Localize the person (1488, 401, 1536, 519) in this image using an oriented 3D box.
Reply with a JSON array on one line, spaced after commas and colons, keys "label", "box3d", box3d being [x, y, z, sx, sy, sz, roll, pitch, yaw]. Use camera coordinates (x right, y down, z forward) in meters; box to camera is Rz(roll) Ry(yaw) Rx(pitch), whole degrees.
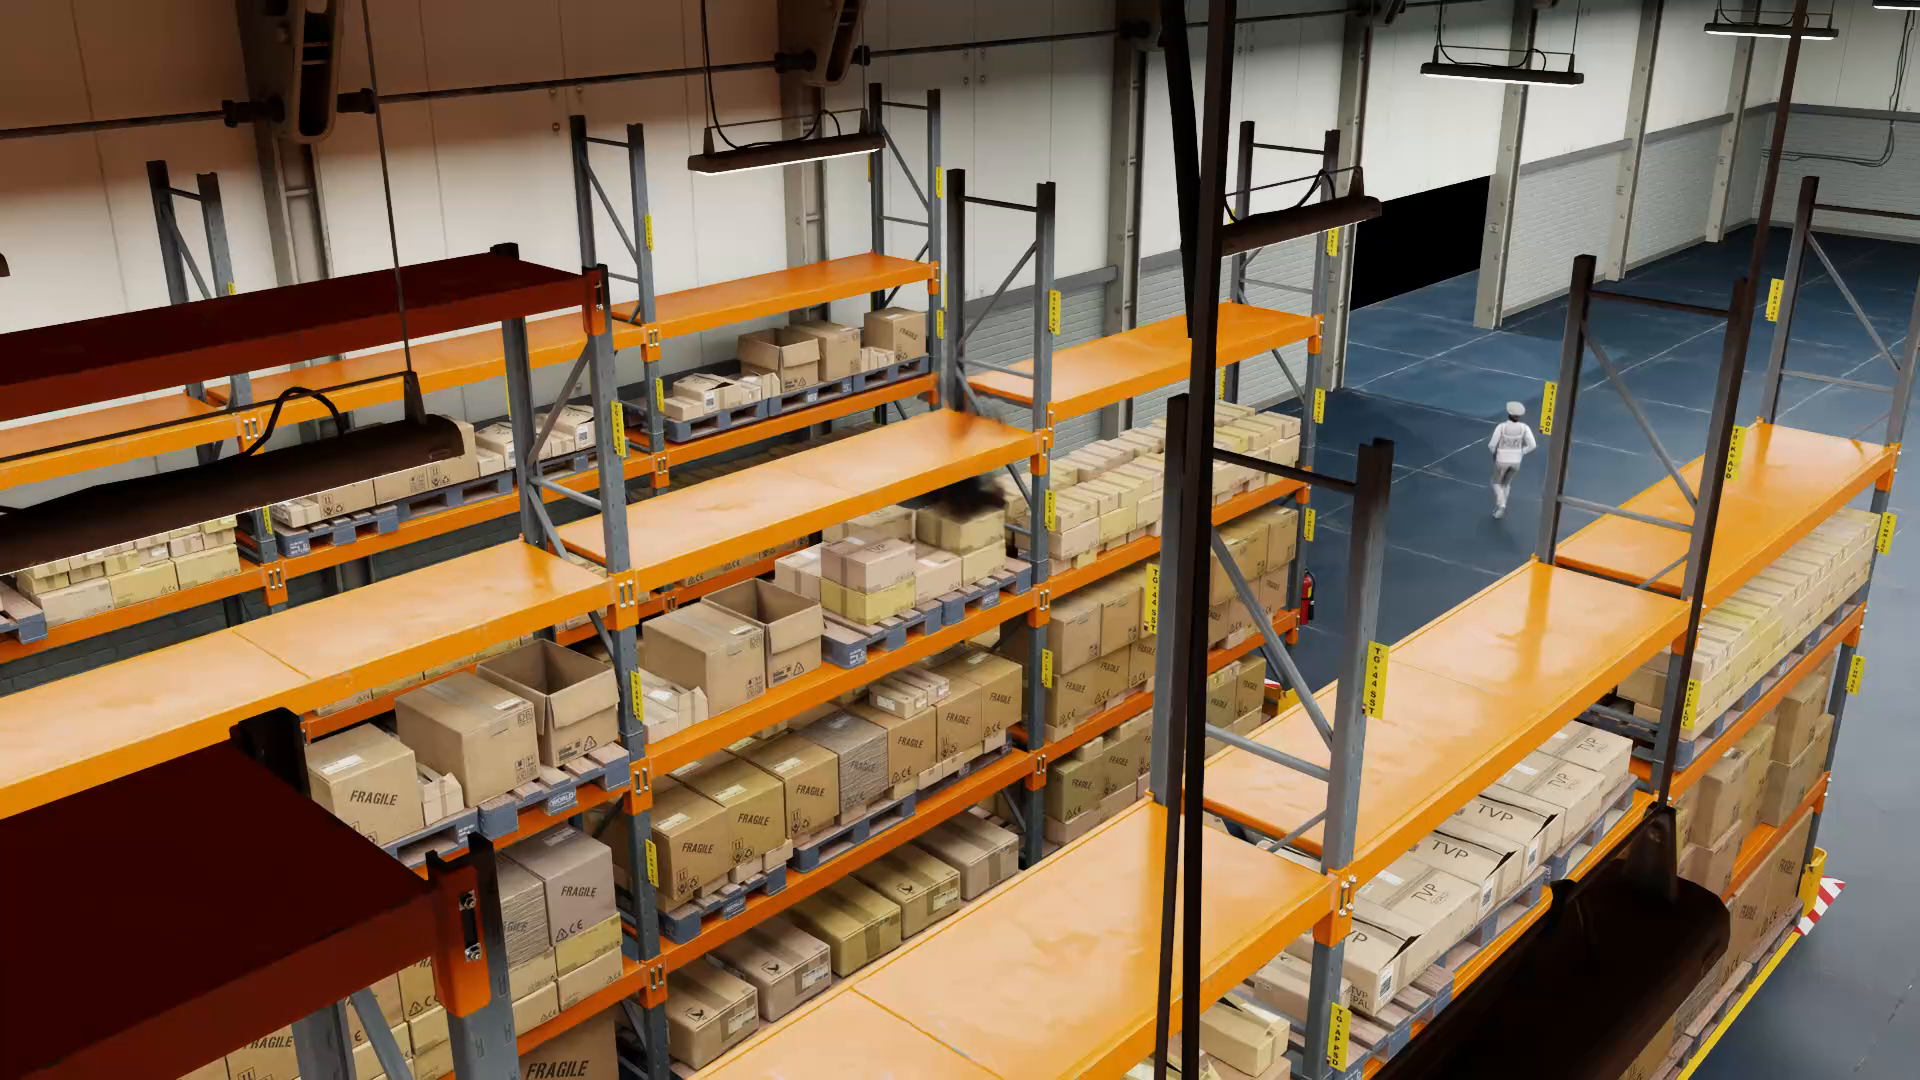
[{"label": "person", "box3d": [7.404, -1.045, 22.427, 0.628, 1.673, 0.566, 1, 21, 2]}]
